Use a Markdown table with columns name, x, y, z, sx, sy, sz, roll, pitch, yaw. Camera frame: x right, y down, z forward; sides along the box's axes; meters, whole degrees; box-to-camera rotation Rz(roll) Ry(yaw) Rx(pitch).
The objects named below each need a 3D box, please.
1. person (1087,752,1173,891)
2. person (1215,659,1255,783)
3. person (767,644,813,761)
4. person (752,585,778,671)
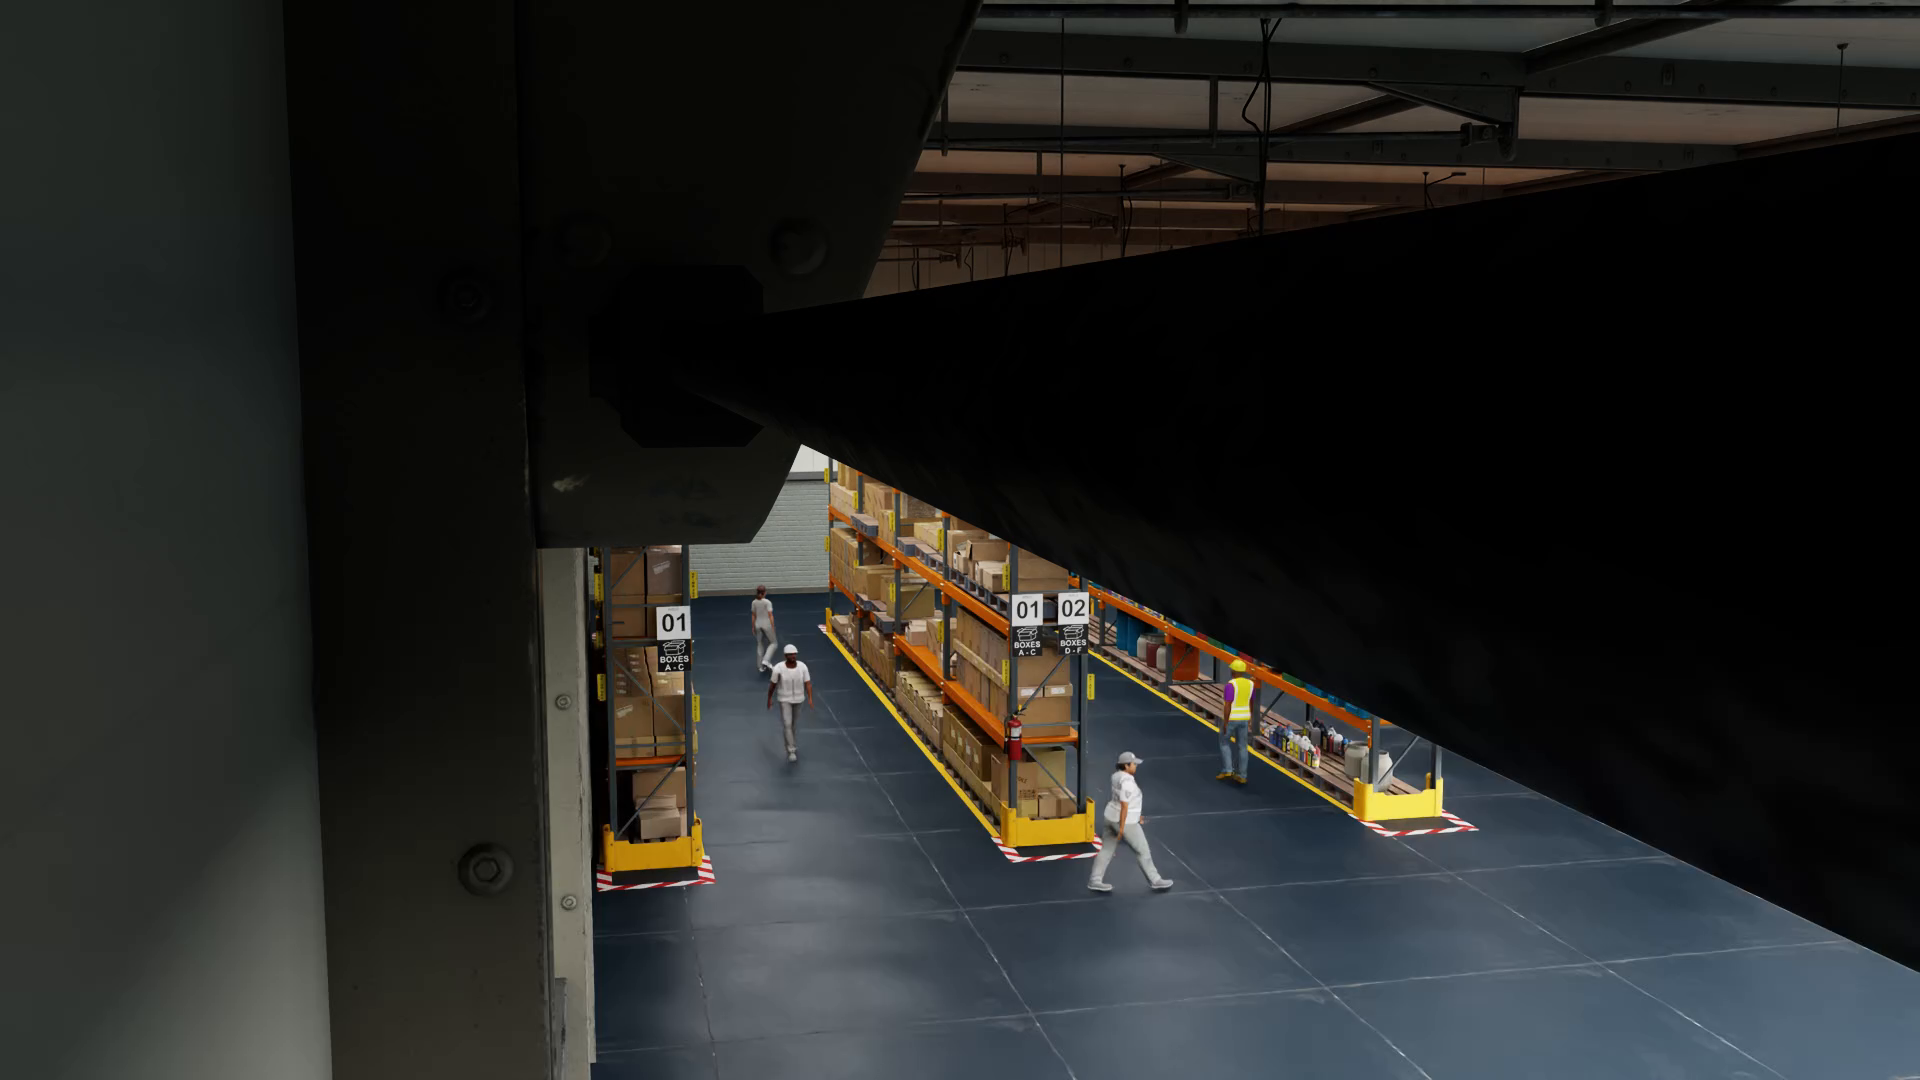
| name | x | y | z | sx | sy | sz | roll | pitch | yaw |
| --- | --- | --- | --- | --- | --- | --- | --- | --- | --- |
| person | 1.953 | 3.237 | 19.210 | 0.968 | 1.606 | 0.495 | -3 | 8 | -25 |
| person | 4.024 | 2.630 | 24.001 | 0.575 | 1.802 | 0.527 | -2 | 7 | -16 |
| person | -2.569 | 2.443 | 25.384 | 0.626 | 1.705 | 1.048 | -3 | 7 | -25 |
| person | -3.802 | 1.707 | 32.017 | 0.482 | 1.672 | 0.472 | 3 | 7 | 20 |
